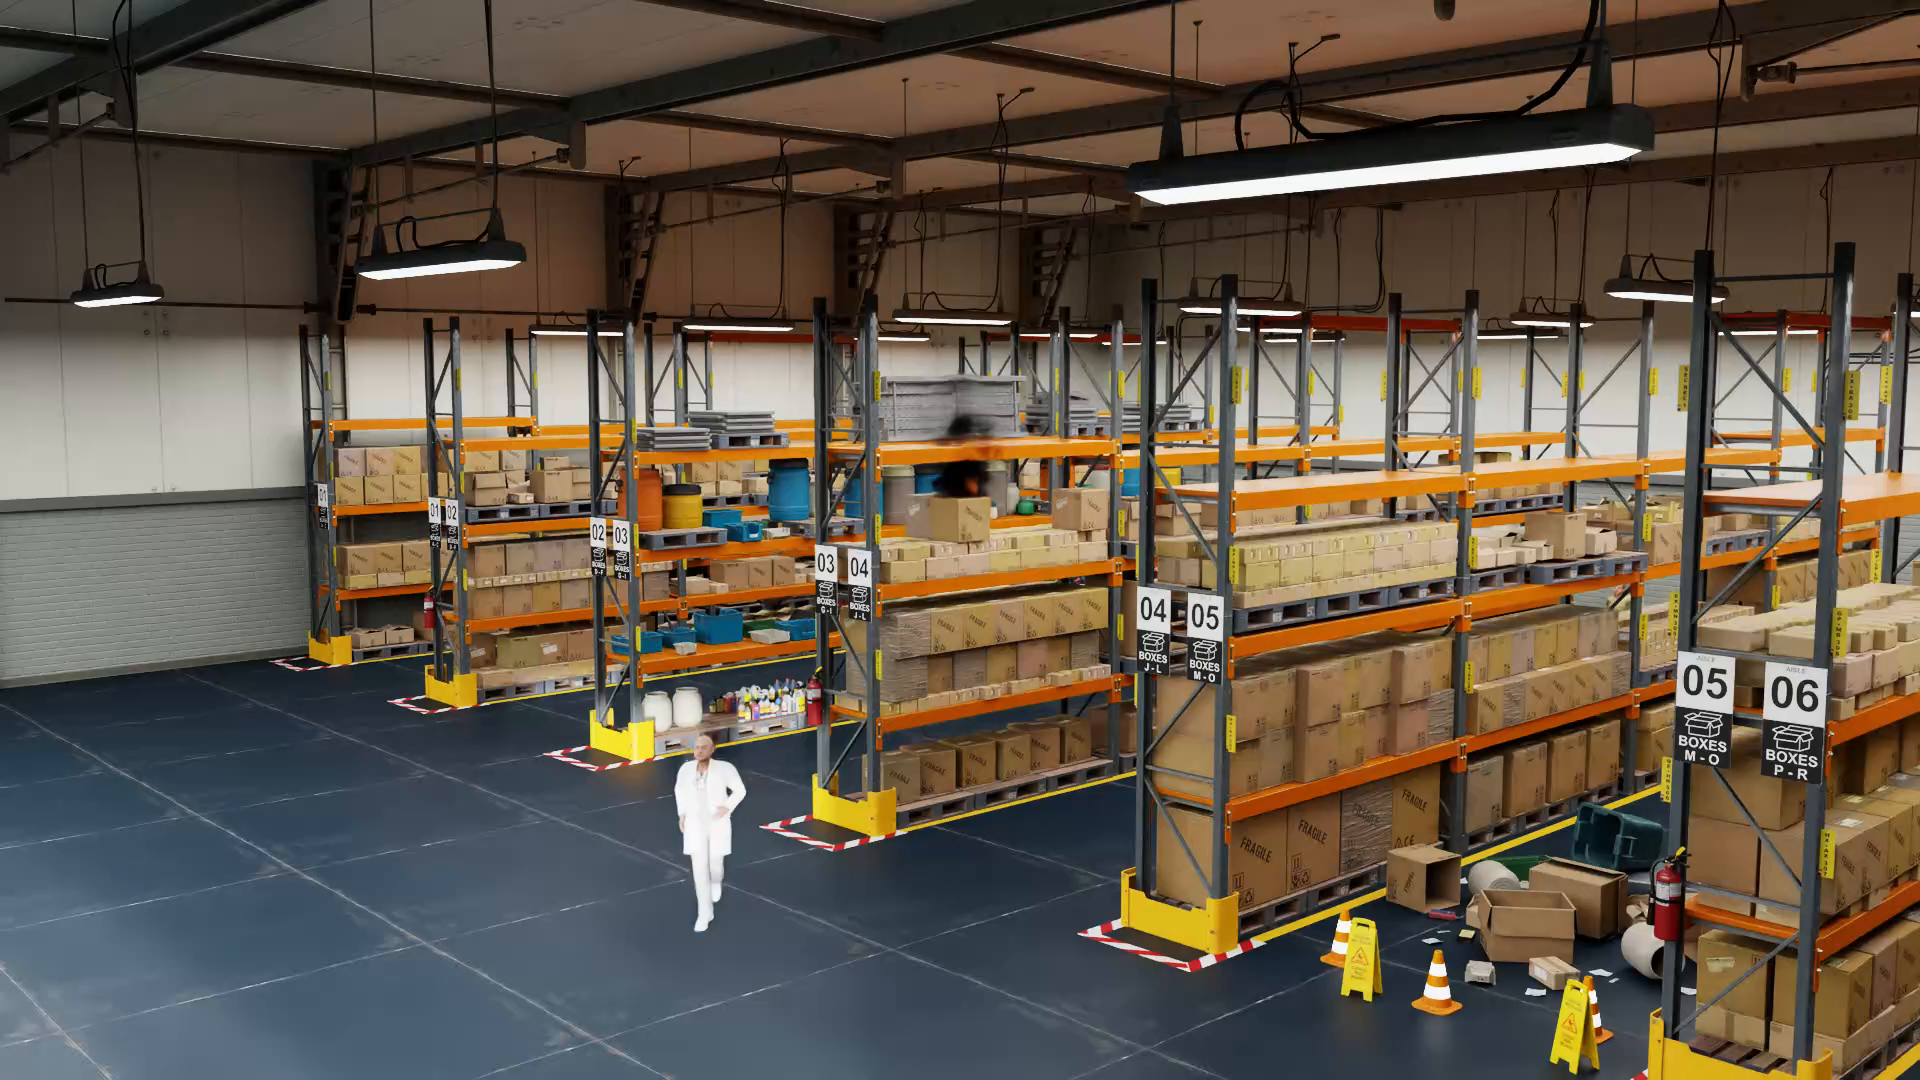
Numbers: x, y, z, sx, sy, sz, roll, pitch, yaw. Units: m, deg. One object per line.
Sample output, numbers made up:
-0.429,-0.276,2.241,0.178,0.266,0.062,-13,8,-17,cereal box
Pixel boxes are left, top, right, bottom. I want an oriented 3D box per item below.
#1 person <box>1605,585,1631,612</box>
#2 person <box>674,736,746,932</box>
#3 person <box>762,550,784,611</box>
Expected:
11.090,1.518,27.958,0.589,1.678,0.877,4,7,36,person
-2.371,2.716,15.705,0.704,1.775,0.858,0,6,3,person
-3.570,1.018,32.400,0.718,1.746,0.833,5,8,42,person
